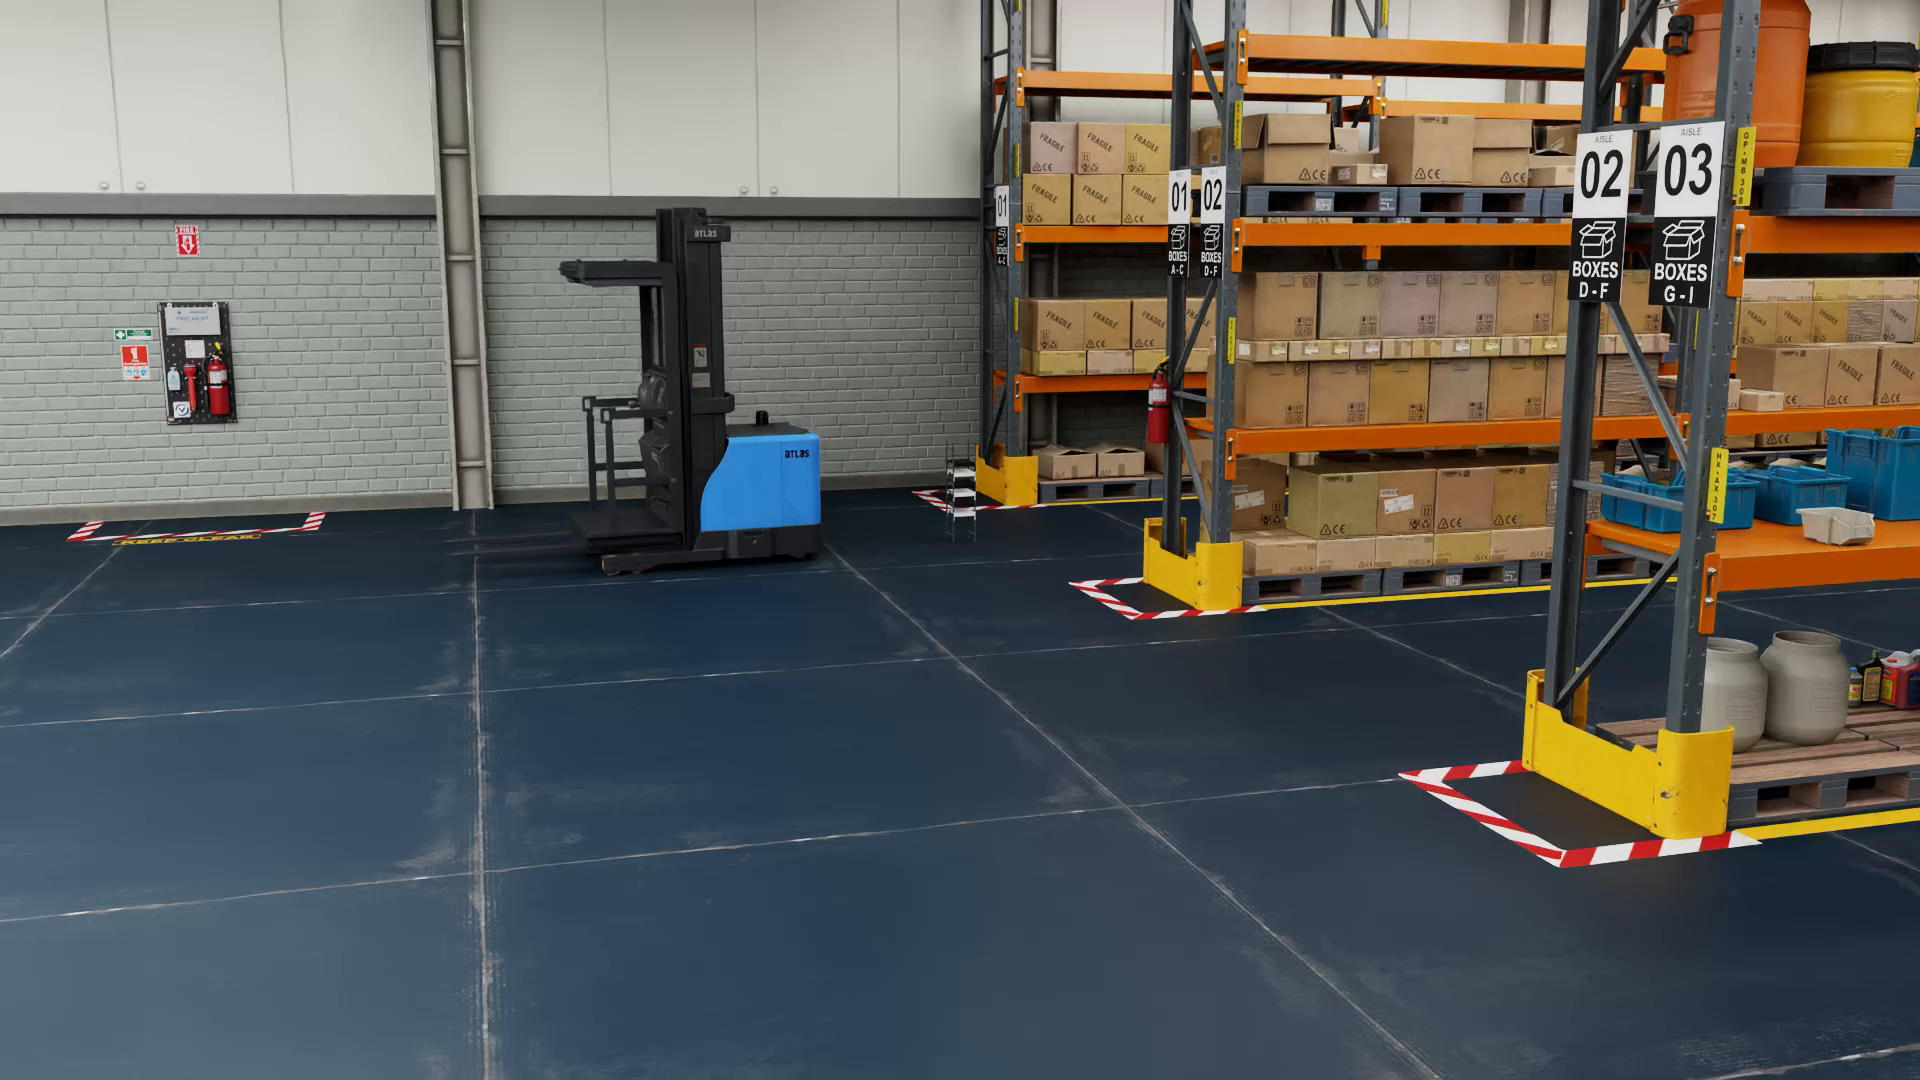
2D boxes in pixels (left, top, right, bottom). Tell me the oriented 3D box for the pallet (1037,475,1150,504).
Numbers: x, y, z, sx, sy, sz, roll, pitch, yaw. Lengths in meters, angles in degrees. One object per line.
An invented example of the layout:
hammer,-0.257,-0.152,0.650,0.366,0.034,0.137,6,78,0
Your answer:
pallet,1.271,-0.590,17.667,1.213,0.211,1.003,-3,11,-16

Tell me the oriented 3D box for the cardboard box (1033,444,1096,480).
cardboard box,1.097,-0.836,17.512,0.500,0.311,0.500,-4,11,-22

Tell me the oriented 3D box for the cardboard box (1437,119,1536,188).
cardboard box,4.020,-3.004,12.961,0.637,0.503,0.797,-2,11,-10

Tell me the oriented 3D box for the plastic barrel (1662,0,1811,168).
plastic barrel,3.608,-2.140,7.753,0.708,0.830,0.600,-3,11,-16

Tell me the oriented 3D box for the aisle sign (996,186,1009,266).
aisle sign,0.423,-3.145,16.665,0.004,0.787,0.394,-3,11,-16

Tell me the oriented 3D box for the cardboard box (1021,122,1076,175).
cardboard box,0.846,-3.926,16.707,0.500,0.500,0.500,-4,11,-20

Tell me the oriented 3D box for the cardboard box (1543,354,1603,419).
cardboard box,4.708,-1.262,13.338,0.500,0.500,0.700,-3,11,-17

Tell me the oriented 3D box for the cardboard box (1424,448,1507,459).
cardboard box,4.144,-0.467,13.662,0.500,0.500,0.500,-3,11,-16

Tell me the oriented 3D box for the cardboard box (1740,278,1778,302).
cardboard box,9.113,-2.907,19.327,0.500,0.250,0.500,-3,11,-17

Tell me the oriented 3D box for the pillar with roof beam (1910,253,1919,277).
pillar with roof beam,13.563,-4.917,16.903,0.400,9.000,9.100,-3,11,-16

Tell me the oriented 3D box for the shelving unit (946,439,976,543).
shelving unit,0.008,-0.443,14.967,0.210,0.900,0.258,-3,11,-16

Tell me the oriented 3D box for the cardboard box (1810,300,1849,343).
cardboard box,10.107,-2.590,19.678,0.500,0.500,0.500,-3,11,-14

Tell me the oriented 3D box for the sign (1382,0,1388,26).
sign,4.383,-5.478,17.151,0.005,0.325,0.100,-3,11,-16

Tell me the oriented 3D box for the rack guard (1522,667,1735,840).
rack guard,3.237,1.017,8.140,0.348,0.500,1.175,-3,11,-16

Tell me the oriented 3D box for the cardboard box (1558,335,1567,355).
cardboard box,4.695,-1.542,13.068,0.250,0.149,0.380,-3,11,-16

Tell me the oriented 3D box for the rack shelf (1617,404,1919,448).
rack shelf,7.557,-1.011,14.241,4.000,0.370,1.077,-3,11,-16

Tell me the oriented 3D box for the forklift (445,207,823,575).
forklift,-2.739,-1.262,13.805,3.031,2.935,1.130,-4,11,-21

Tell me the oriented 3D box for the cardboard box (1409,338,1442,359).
cardboard box,3.469,-1.477,12.719,0.250,0.149,0.380,-3,11,-17

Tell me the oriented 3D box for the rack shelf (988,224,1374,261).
rack shelf,2.328,-3.145,17.547,4.000,0.370,1.077,-3,11,-16

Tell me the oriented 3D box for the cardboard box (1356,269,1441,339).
cardboard box,3.286,-1.826,12.820,0.500,0.500,0.700,-3,11,-16

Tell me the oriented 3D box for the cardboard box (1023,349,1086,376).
cardboard box,0.965,-1.828,17.049,0.500,0.250,0.500,-3,11,-18

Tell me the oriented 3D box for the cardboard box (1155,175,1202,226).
cardboard box,2.330,-3.509,17.205,0.500,0.500,0.500,-2,11,-12

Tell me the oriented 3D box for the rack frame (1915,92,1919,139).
rack frame,11.930,-5.480,19.959,0.127,3.000,1.000,-3,11,-16

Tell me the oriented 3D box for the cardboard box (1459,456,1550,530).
cardboard box,4.290,-0.376,13.168,0.500,0.500,0.500,-3,11,-16

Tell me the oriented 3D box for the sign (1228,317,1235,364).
sign,1.946,-1.429,11.915,0.005,0.325,0.100,-3,11,-16

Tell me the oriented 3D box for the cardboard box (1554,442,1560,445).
cardboard box,6.885,-1.263,19.310,0.500,0.500,0.700,-3,11,-16

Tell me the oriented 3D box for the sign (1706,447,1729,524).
sign,3.327,-0.240,7.303,0.005,0.325,0.100,-3,11,-16

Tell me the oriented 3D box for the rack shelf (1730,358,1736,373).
rack shelf,10.009,-2.075,20.017,4.000,0.370,1.077,-3,11,-16

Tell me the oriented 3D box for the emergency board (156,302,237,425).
emergency board,-7.306,-1.686,15.920,0.643,1.169,0.194,-3,11,-16

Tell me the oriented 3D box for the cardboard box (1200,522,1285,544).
cardboard box,2.228,0.006,13.164,0.500,0.250,0.500,-3,11,-16

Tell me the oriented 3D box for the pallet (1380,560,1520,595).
pallet,3.688,0.203,13.361,1.213,0.211,1.003,-3,11,-16

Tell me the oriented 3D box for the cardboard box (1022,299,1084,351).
cardboard box,0.950,-2.199,16.995,0.500,0.500,0.500,-3,11,-16

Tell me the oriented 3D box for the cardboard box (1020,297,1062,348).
cardboard box,0.801,-2.288,17.478,0.500,0.500,0.500,-3,11,-17

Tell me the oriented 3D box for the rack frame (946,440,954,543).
rack frame,-0.090,-0.438,14.939,0.006,0.900,0.240,-3,11,-16

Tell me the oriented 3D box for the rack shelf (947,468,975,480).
rack shelf,0.008,-0.587,14.941,0.200,0.077,0.258,-3,11,-16

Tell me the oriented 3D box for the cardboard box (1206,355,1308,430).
cardboard box,2.248,-1.132,12.634,0.500,0.500,0.700,-3,11,-16

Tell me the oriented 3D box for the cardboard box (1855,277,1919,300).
cardboard box,11.059,-3.011,19.895,0.500,0.250,0.500,-3,11,-15

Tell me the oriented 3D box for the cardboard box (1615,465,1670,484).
cardboard box,5.945,-0.464,14.168,0.500,0.311,0.500,-3,11,-16

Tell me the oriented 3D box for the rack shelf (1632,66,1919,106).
rack shelf,7.557,-3.765,13.734,4.000,0.370,1.077,-3,11,-16

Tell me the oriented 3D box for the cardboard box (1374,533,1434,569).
cardboard box,3.332,0.045,12.953,0.500,0.250,0.500,-3,11,-16

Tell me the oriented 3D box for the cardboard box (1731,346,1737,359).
cardboard box,8.993,-2.200,19.349,0.250,0.149,0.380,-3,11,-14

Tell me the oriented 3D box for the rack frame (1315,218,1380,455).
rack frame,4.249,-2.125,18.303,0.127,3.000,1.000,-3,11,-16

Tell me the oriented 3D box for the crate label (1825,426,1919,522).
crate label,4.869,-0.358,8.607,0.616,0.435,0.502,-3,11,-16

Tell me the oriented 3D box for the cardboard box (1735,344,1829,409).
cardboard box,6.884,-1.376,13.958,0.500,0.500,0.500,-2,11,-12

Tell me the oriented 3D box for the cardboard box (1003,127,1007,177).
cardboard box,0.749,-4.016,17.196,0.500,0.500,0.500,-3,11,-13

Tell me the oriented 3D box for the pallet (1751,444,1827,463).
pallet,10.036,-1.044,20.132,1.213,0.211,1.003,-3,11,-16

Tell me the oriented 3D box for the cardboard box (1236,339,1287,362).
cardboard box,2.233,-1.412,12.363,0.250,0.149,0.380,-3,11,-16

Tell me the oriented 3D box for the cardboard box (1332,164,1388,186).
cardboard box,2.975,-2.717,12.384,0.250,0.149,0.380,-3,11,-16

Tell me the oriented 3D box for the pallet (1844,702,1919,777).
pallet,5.188,1.058,8.716,1.213,0.211,1.003,-3,11,-16

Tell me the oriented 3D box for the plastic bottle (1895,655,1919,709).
plastic bottle,5.098,0.761,8.916,0.133,0.283,0.061,-3,11,-16
